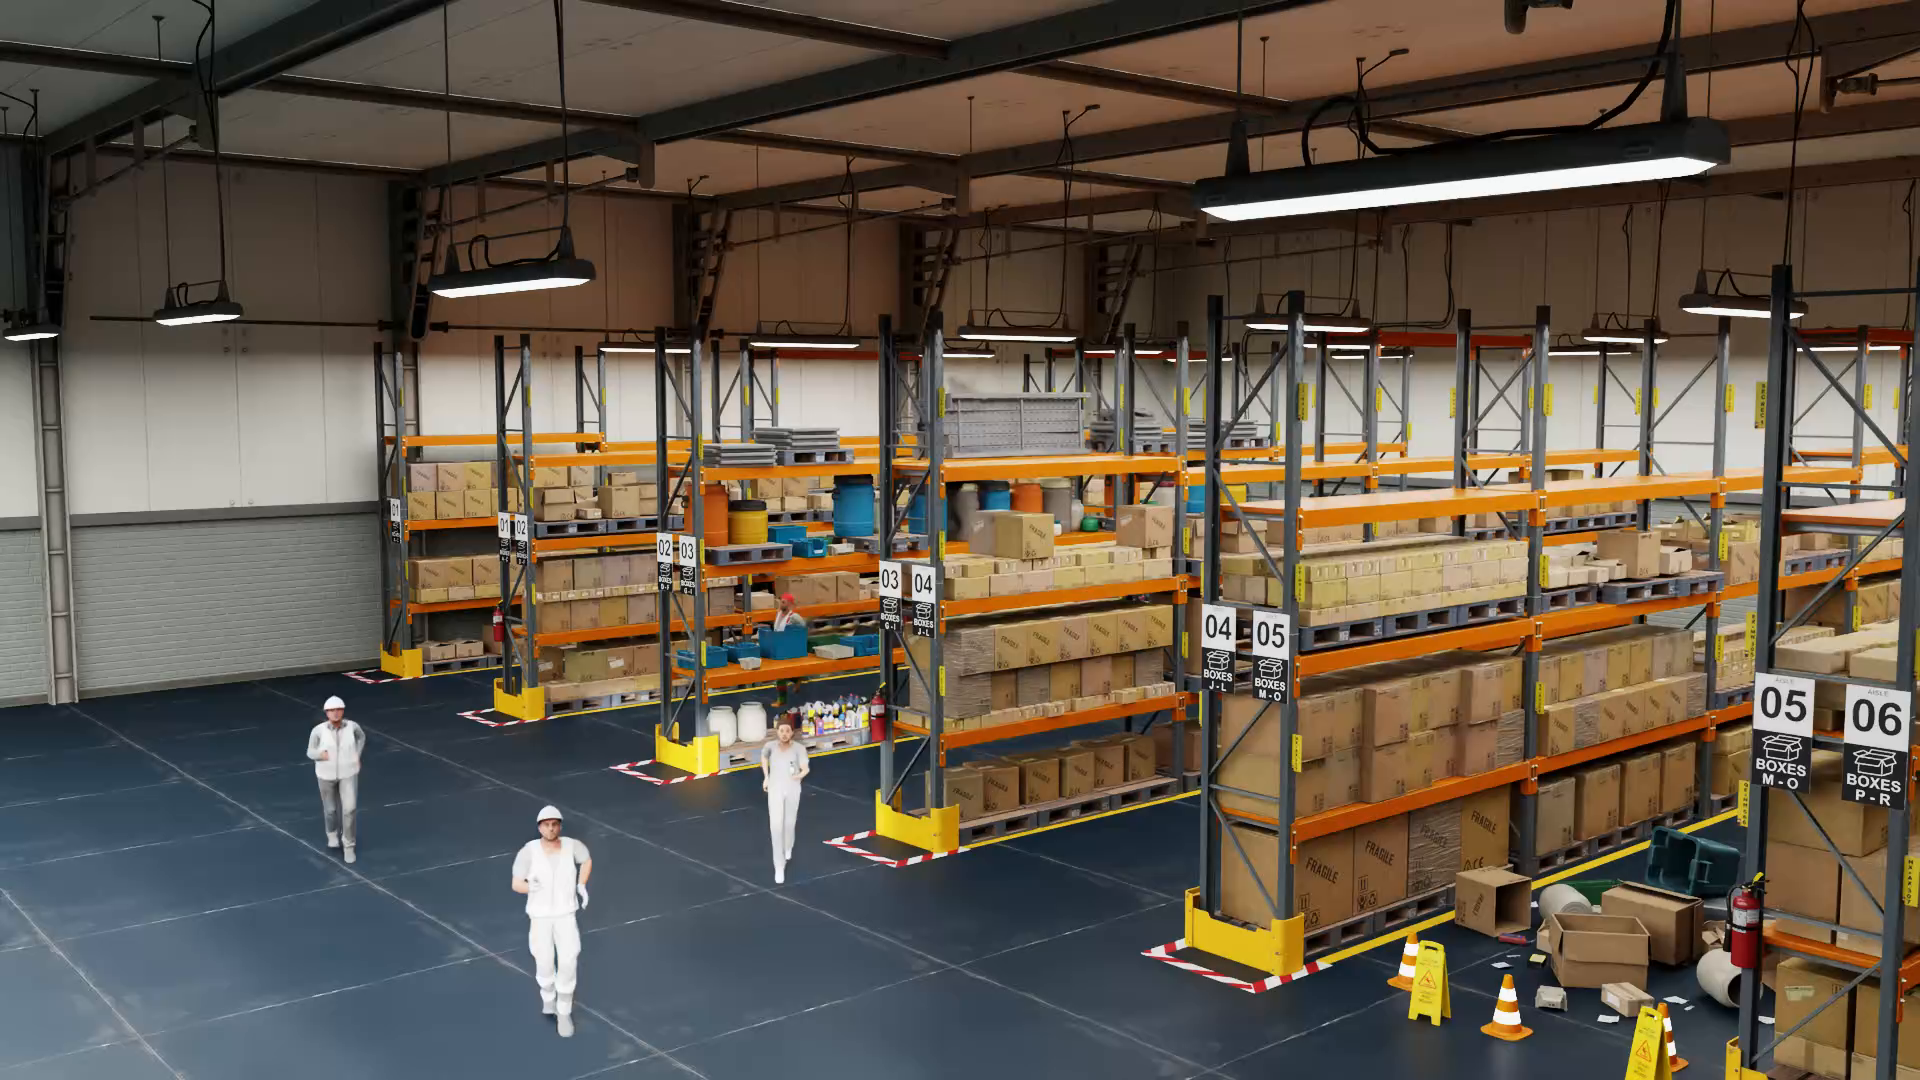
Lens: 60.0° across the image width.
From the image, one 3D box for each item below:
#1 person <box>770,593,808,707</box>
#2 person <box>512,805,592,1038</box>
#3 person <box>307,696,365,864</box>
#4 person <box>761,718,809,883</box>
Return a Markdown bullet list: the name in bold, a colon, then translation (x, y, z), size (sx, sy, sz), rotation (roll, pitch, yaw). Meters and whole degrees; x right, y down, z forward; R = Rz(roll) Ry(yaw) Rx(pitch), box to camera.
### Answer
- **person**: translation (-2.644, 1.682, 25.641), size (0.656, 1.737, 0.704), rotation (5, 7, 43)
- **person**: translation (-3.278, 3.056, 13.404), size (0.631, 1.839, 0.720), rotation (-1, 5, -14)
- **person**: translation (-6.863, 2.615, 18.322), size (0.605, 1.822, 0.845), rotation (-2, 6, -19)
- **person**: translation (-1.869, 2.725, 17.787), size (0.494, 1.702, 0.890), rotation (-1, 5, -10)
